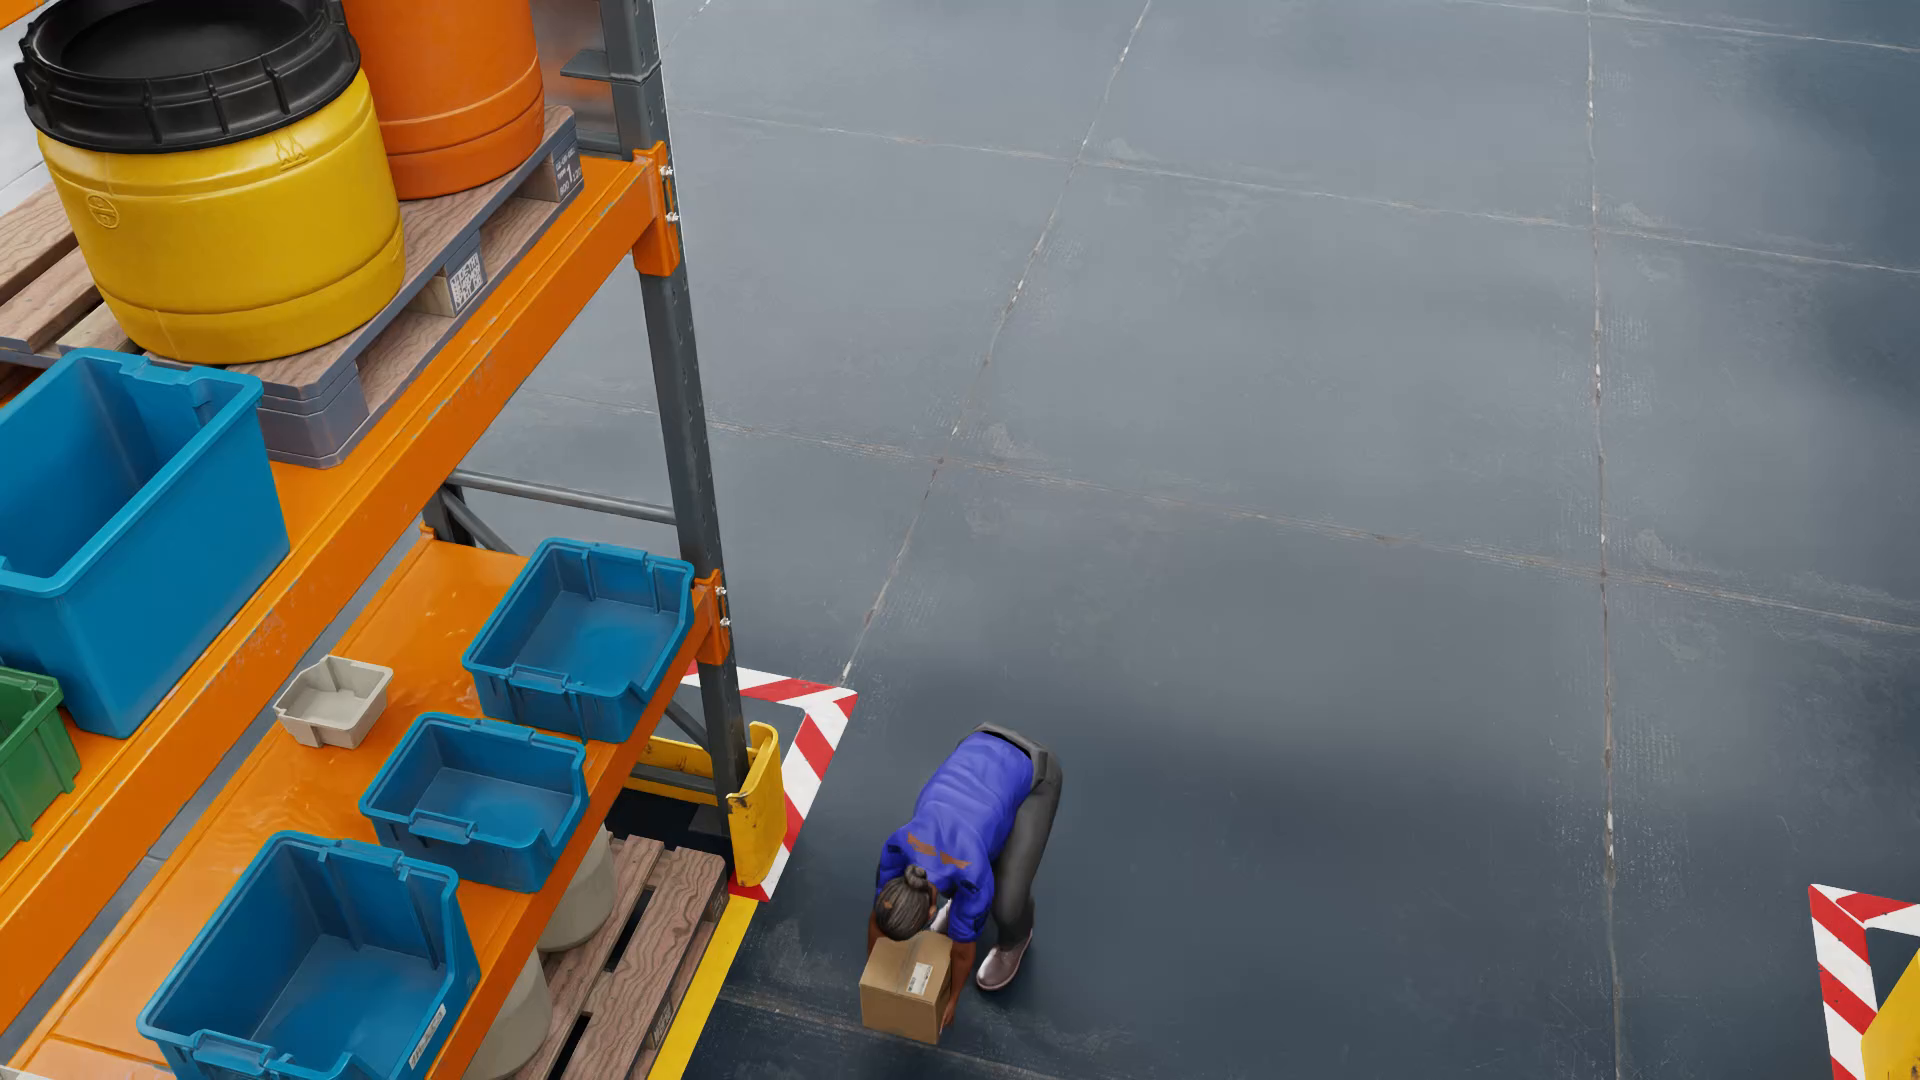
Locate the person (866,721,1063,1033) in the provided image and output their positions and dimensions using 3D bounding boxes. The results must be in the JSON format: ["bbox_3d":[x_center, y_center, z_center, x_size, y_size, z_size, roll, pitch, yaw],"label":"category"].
[{"bbox_3d":[-0.005,1.134,5.413,0.437,0.943,0.874,23,46,24],"label":"person"}]
